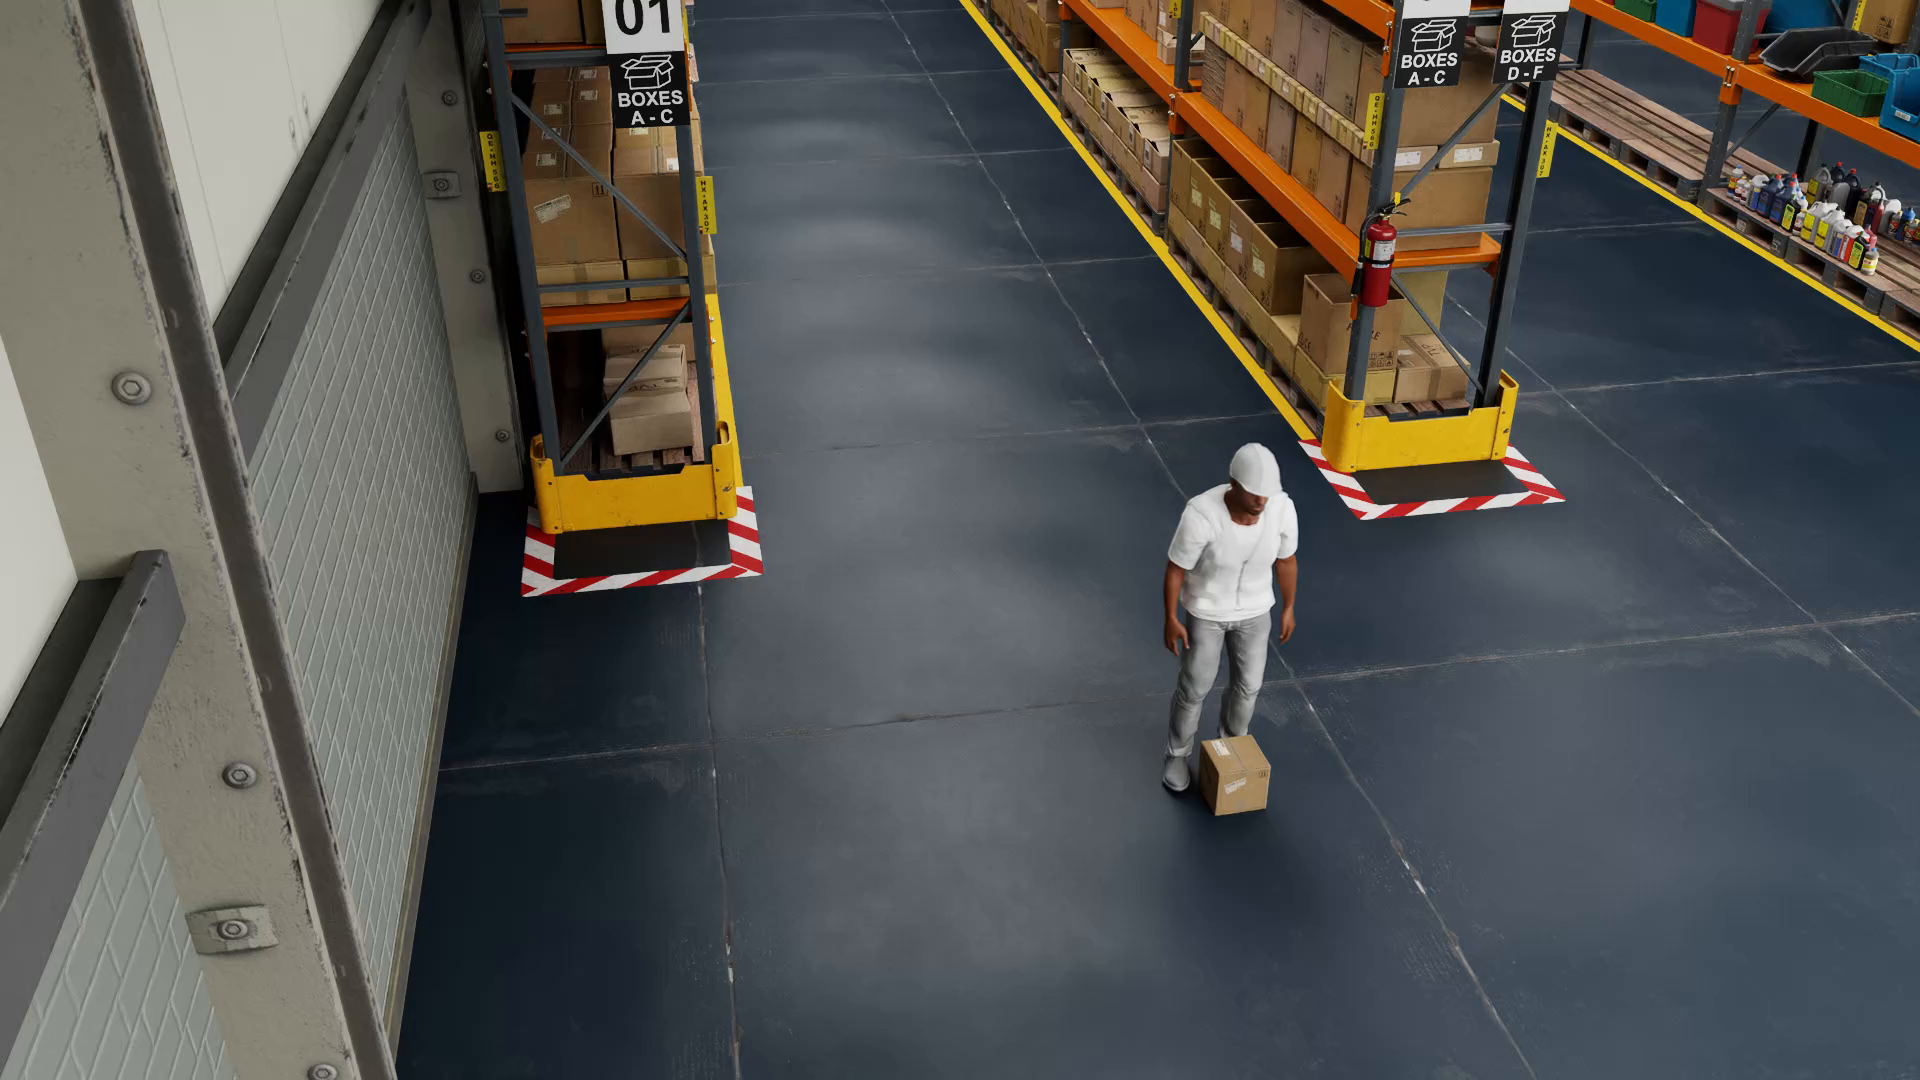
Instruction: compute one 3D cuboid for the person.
[{"bbox_3d":[1.226,0.335,7.550,0.635,1.760,0.462,-6,31,-10],"label":"person"}]
